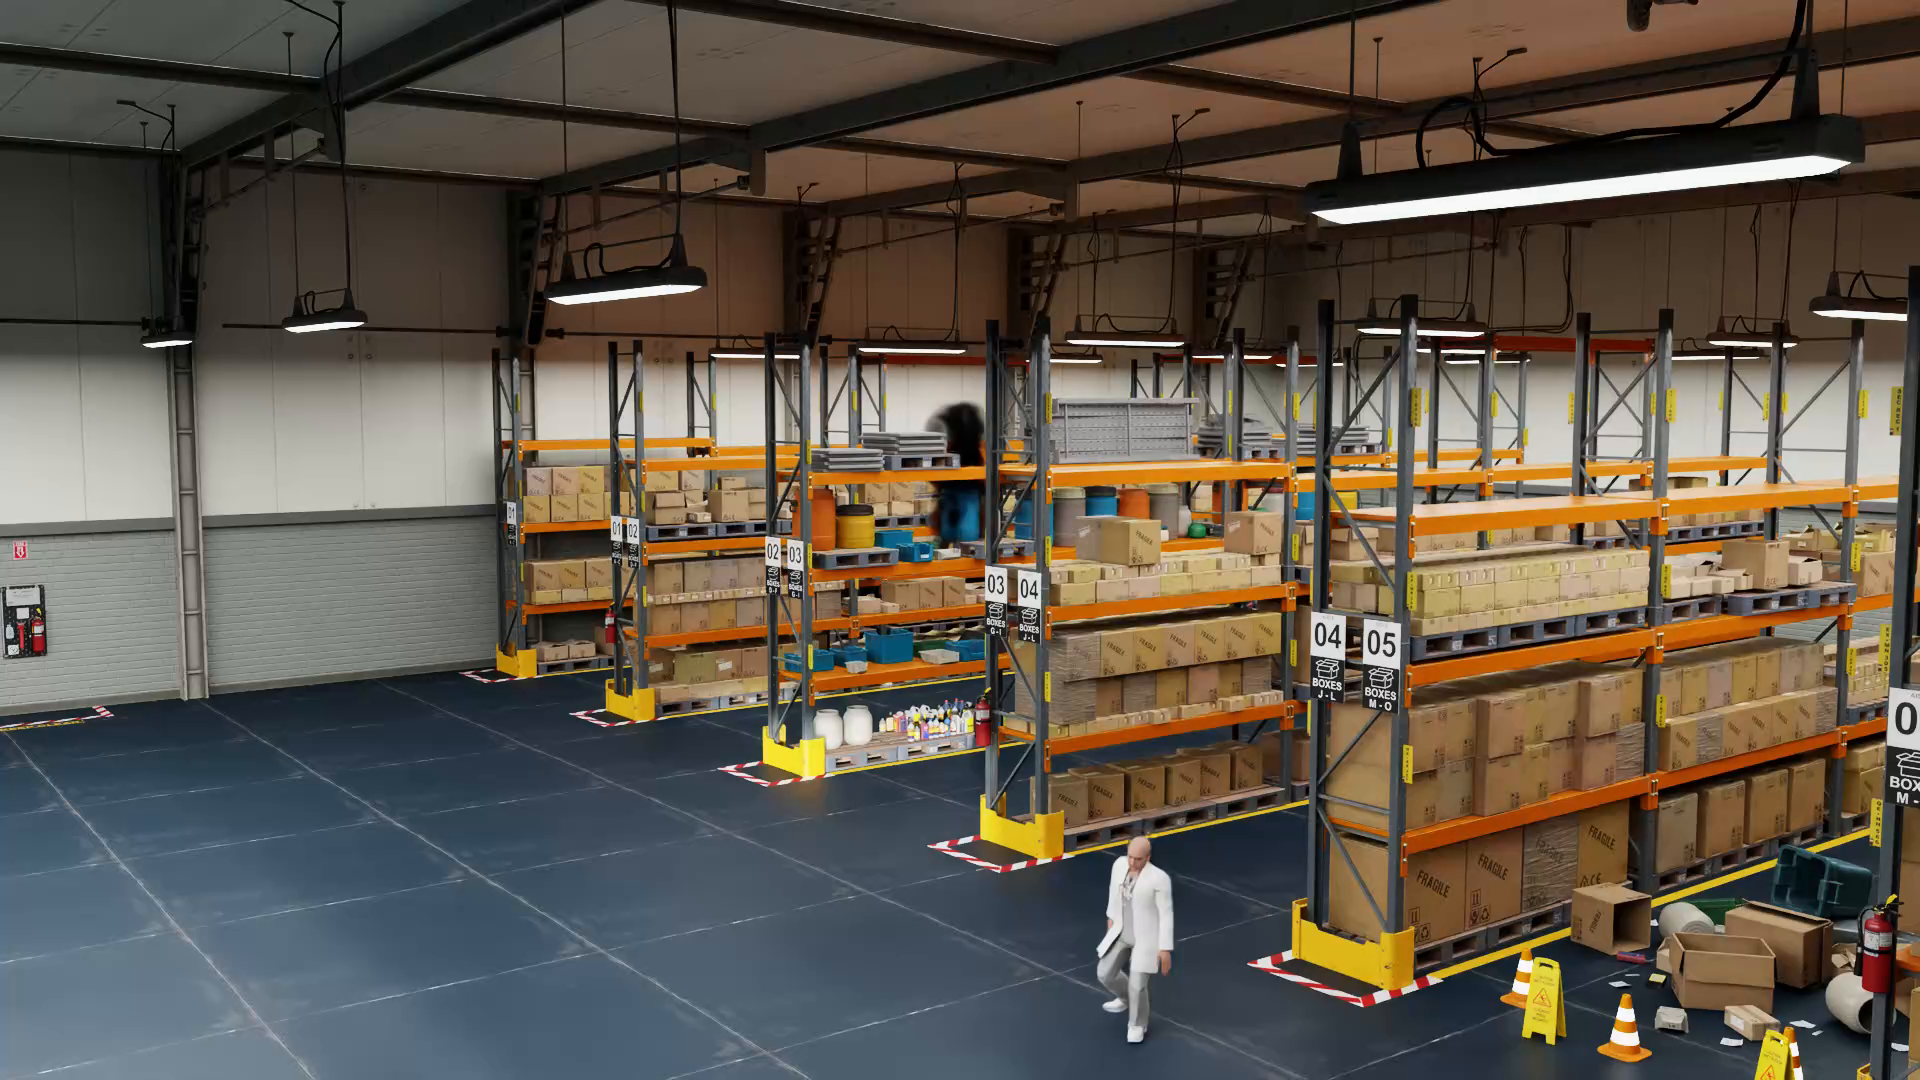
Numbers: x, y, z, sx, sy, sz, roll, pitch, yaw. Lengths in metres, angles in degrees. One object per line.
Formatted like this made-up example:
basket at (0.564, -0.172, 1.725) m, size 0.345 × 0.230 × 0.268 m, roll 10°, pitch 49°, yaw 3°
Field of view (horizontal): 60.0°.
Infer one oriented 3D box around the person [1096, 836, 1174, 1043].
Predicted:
person at (1.439, 3.141, 13.295) m, size 0.850 × 1.697 × 0.651 m, roll 4°, pitch 6°, yaw 39°
